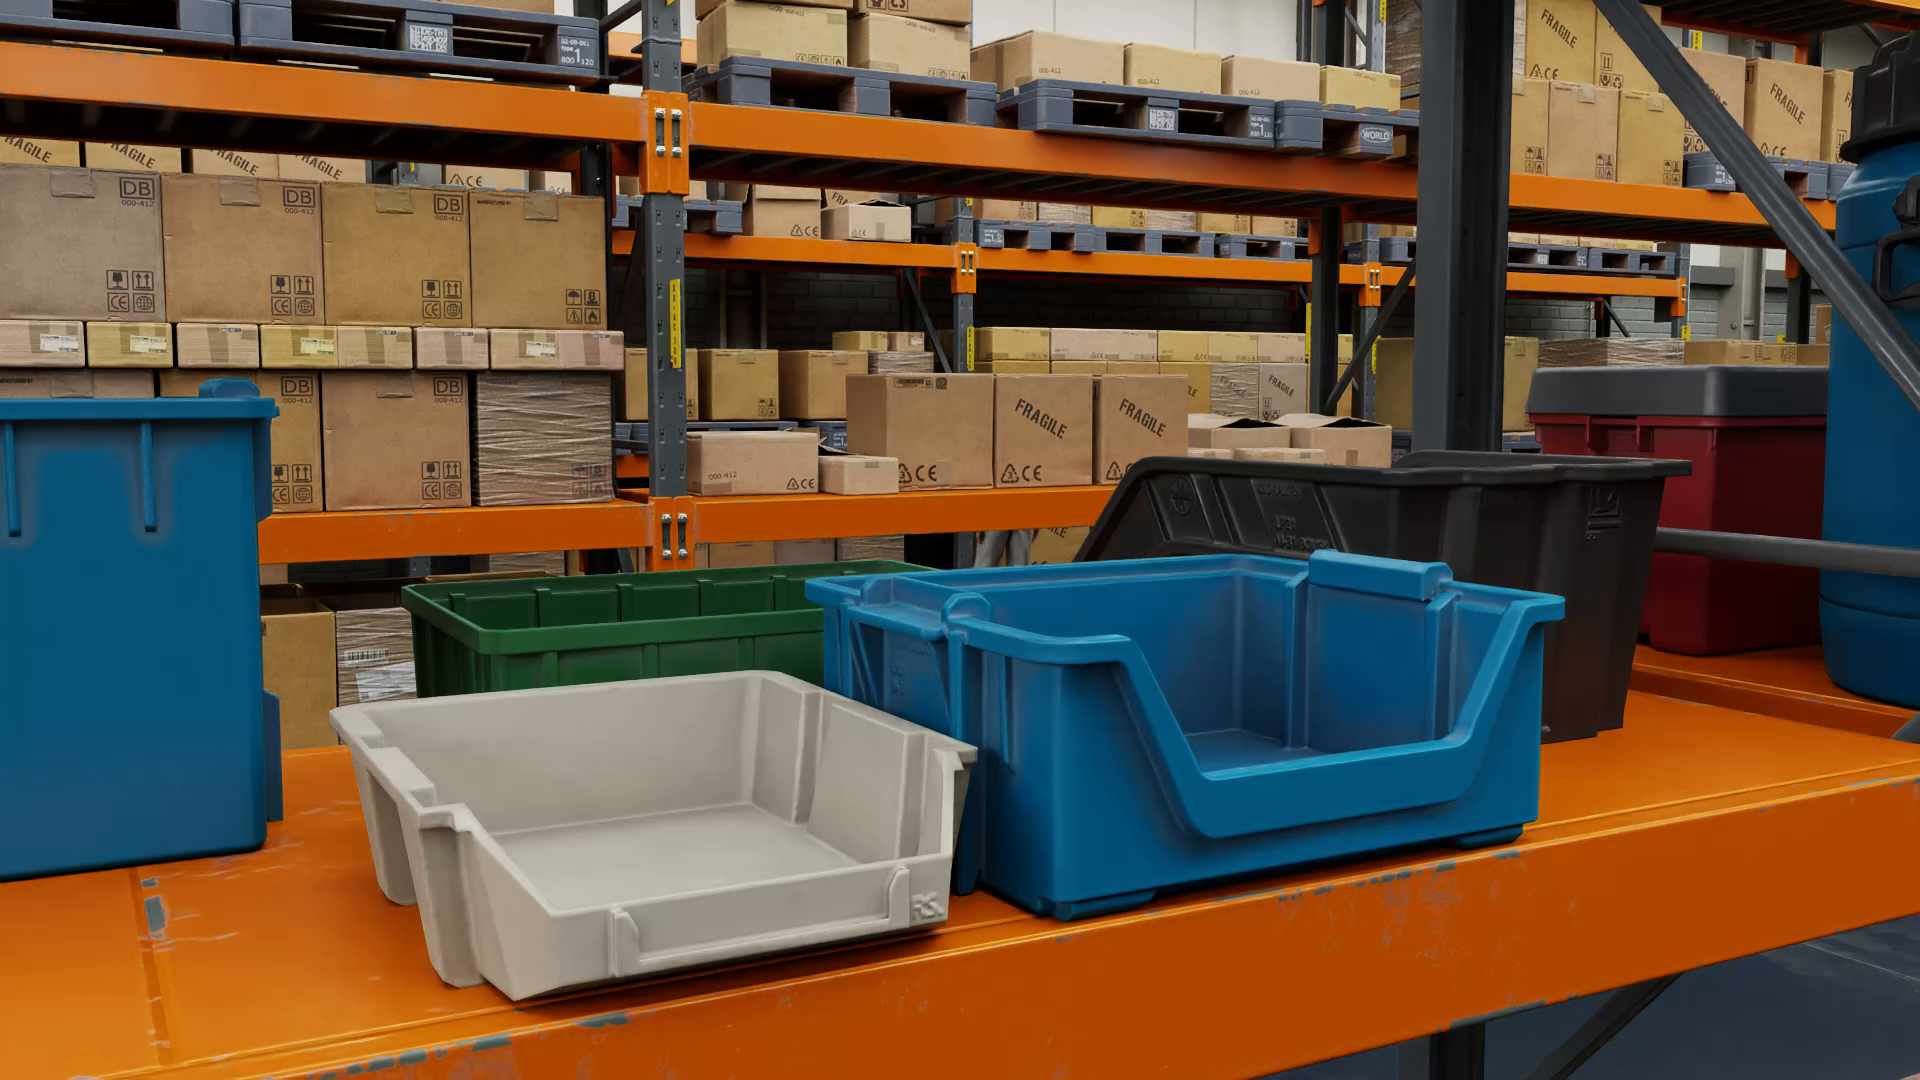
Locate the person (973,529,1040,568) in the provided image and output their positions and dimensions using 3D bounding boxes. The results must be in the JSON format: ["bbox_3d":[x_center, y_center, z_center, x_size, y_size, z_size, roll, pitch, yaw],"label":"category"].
[{"bbox_3d":[0.300,-0.097,11.190,0.474,1.713,0.465,-2,5,-20],"label":"person"}]
